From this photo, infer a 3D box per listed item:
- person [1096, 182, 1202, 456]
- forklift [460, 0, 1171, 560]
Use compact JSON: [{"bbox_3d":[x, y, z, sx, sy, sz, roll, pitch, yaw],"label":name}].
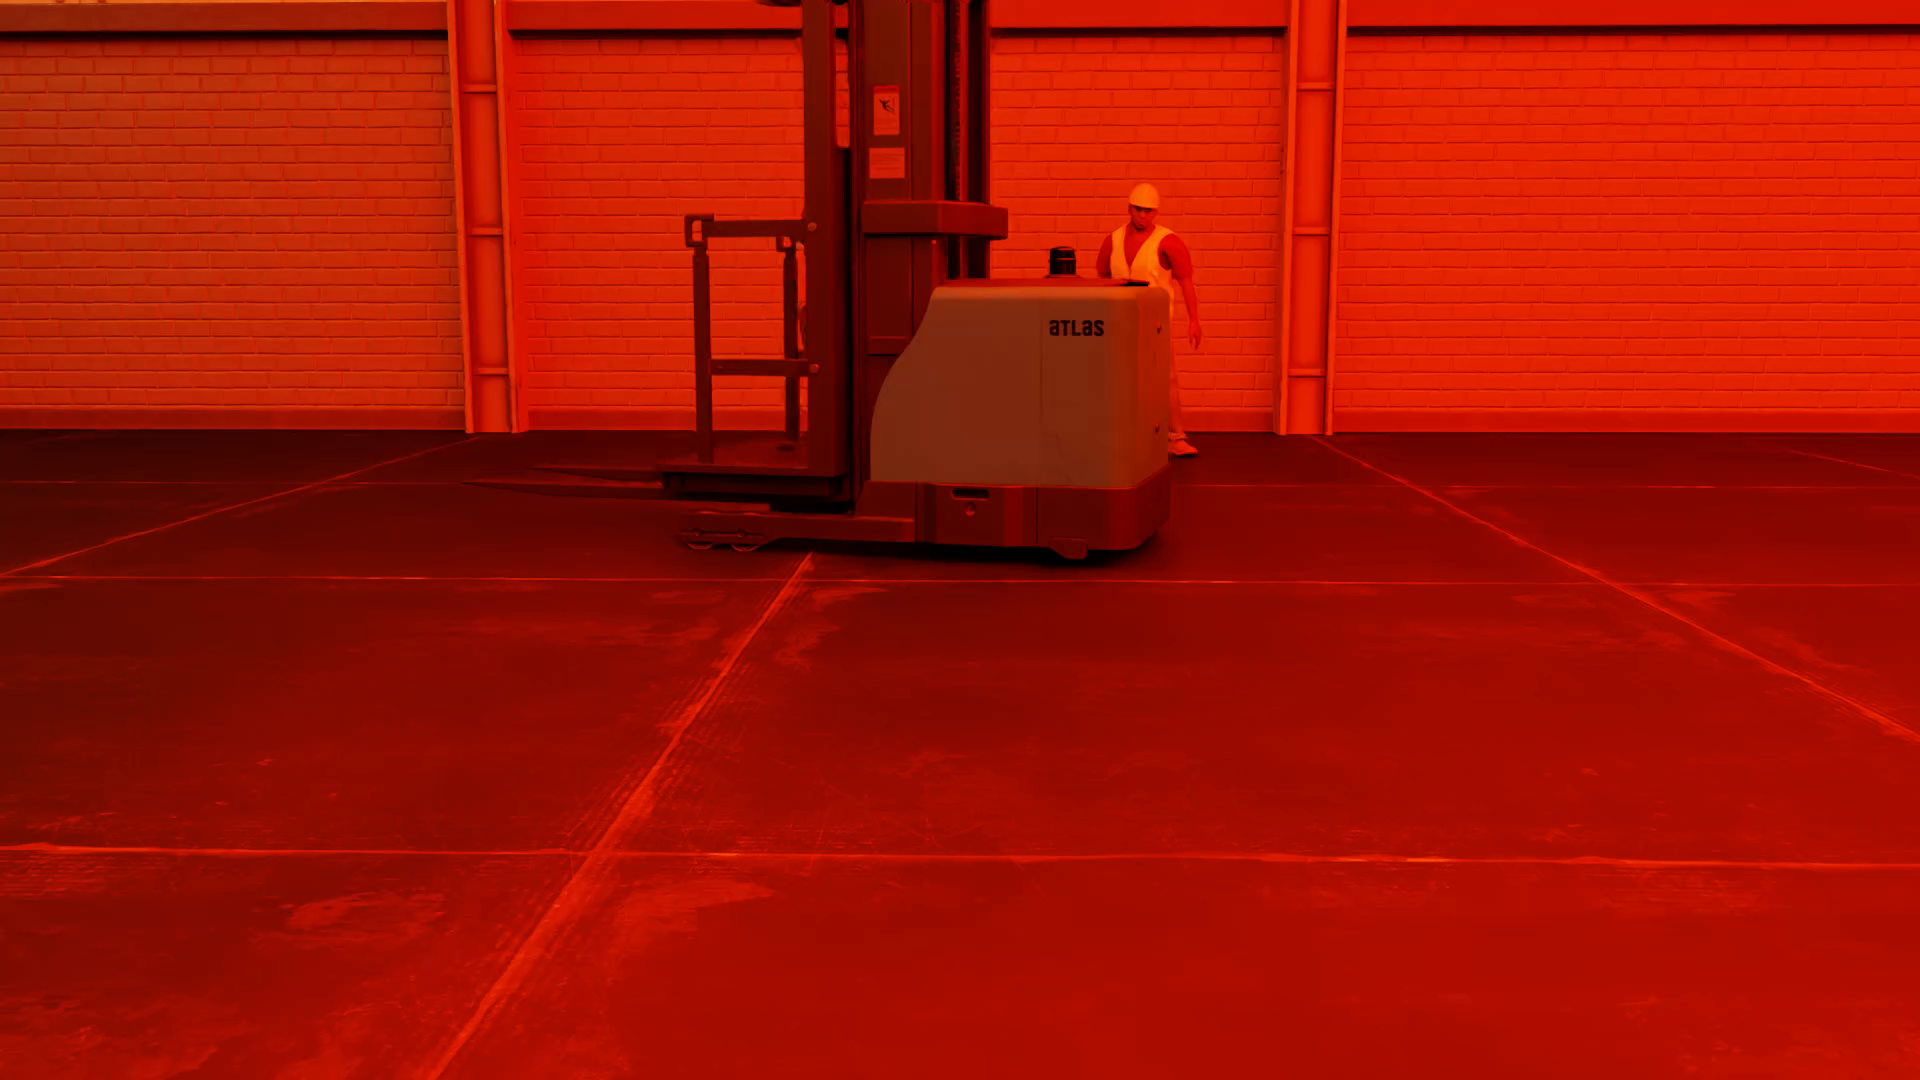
[{"bbox_3d":[1.160,-1.412,10.697,0.890,1.731,0.470,5,10,29],"label":"person"},{"bbox_3d":[-0.657,-1.471,7.054,3.031,2.935,1.130,2,9,15],"label":"forklift"}]
